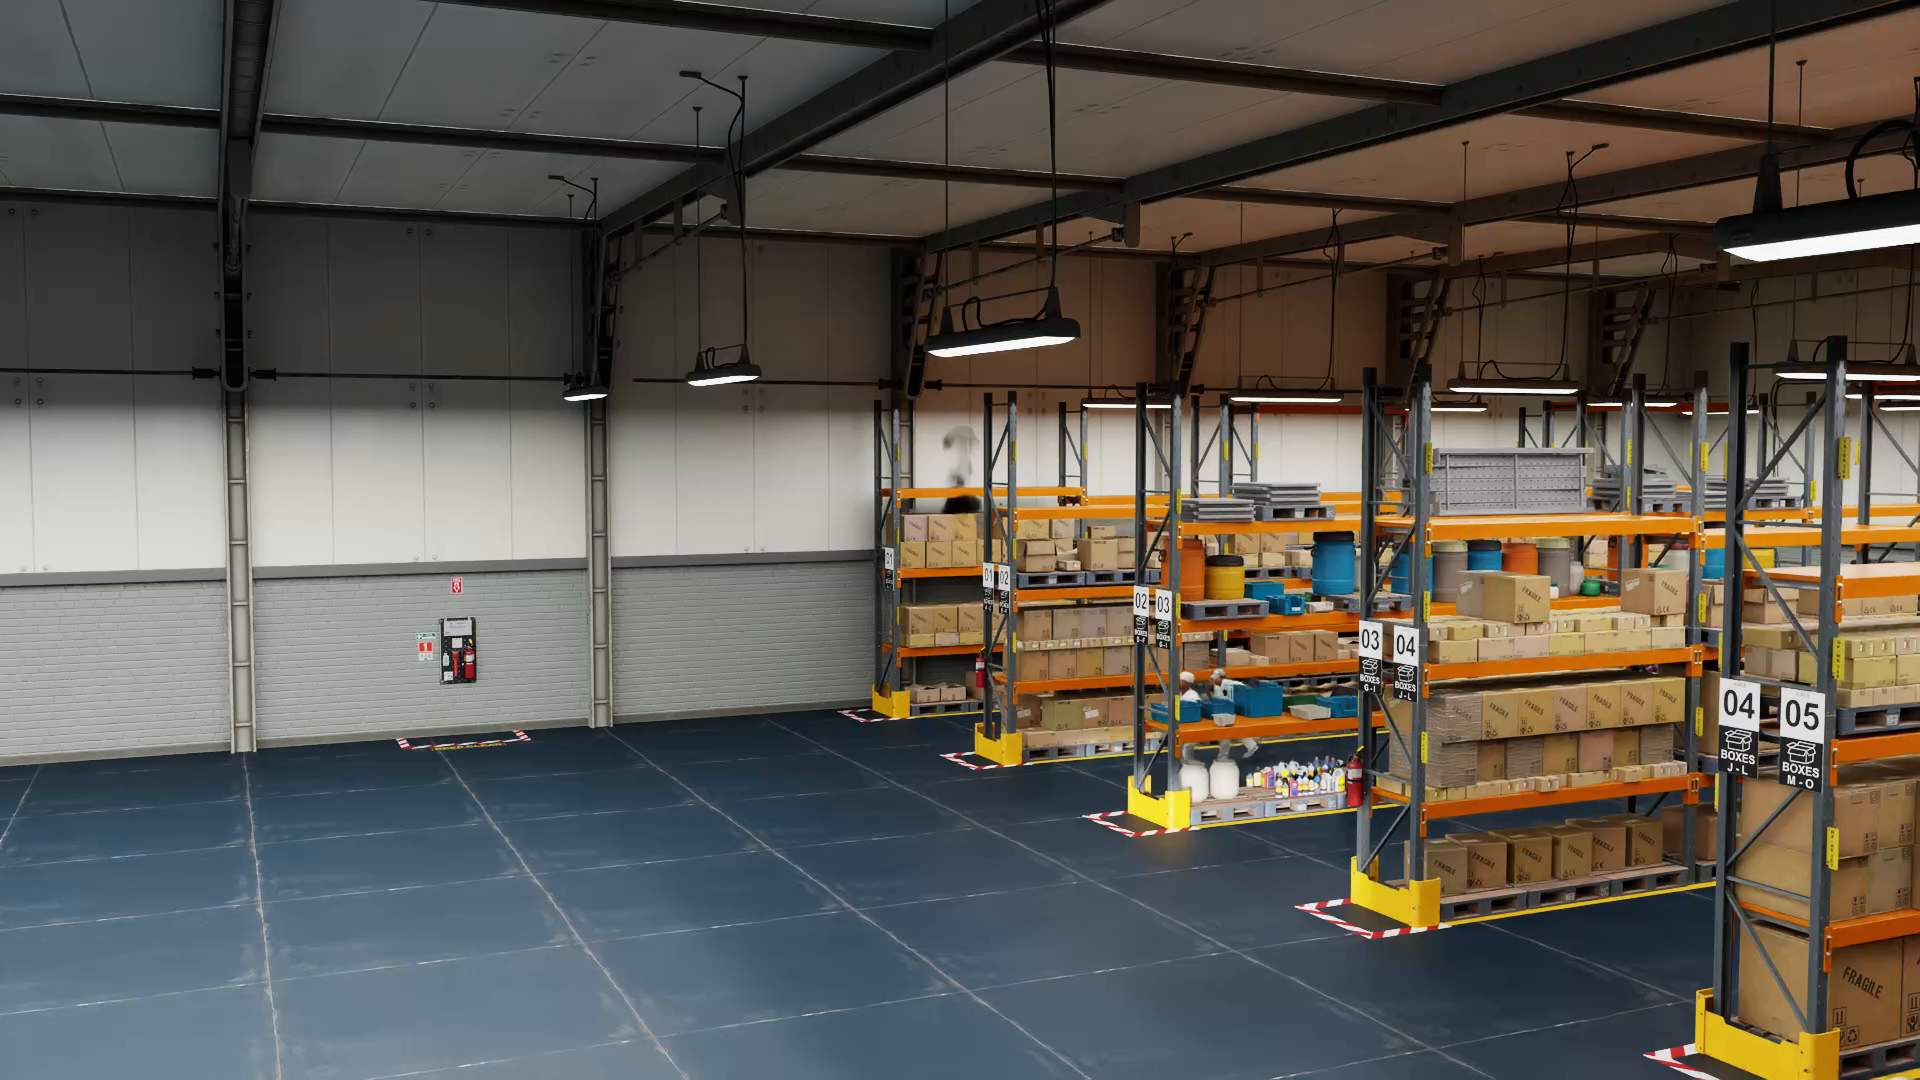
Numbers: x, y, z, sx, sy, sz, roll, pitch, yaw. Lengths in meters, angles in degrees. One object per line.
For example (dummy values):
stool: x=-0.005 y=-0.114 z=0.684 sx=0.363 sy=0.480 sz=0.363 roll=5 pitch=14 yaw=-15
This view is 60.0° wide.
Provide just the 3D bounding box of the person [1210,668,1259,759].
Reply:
person: x=4.423 y=2.849 z=26.716 sx=1.035 sy=1.627 sz=0.648 roll=-2 pitch=4 yaw=-33

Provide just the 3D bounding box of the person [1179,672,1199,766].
person: x=3.359 y=2.838 z=24.949 sx=0.607 sy=1.729 sz=0.677 roll=-1 pitch=3 yaw=-18
